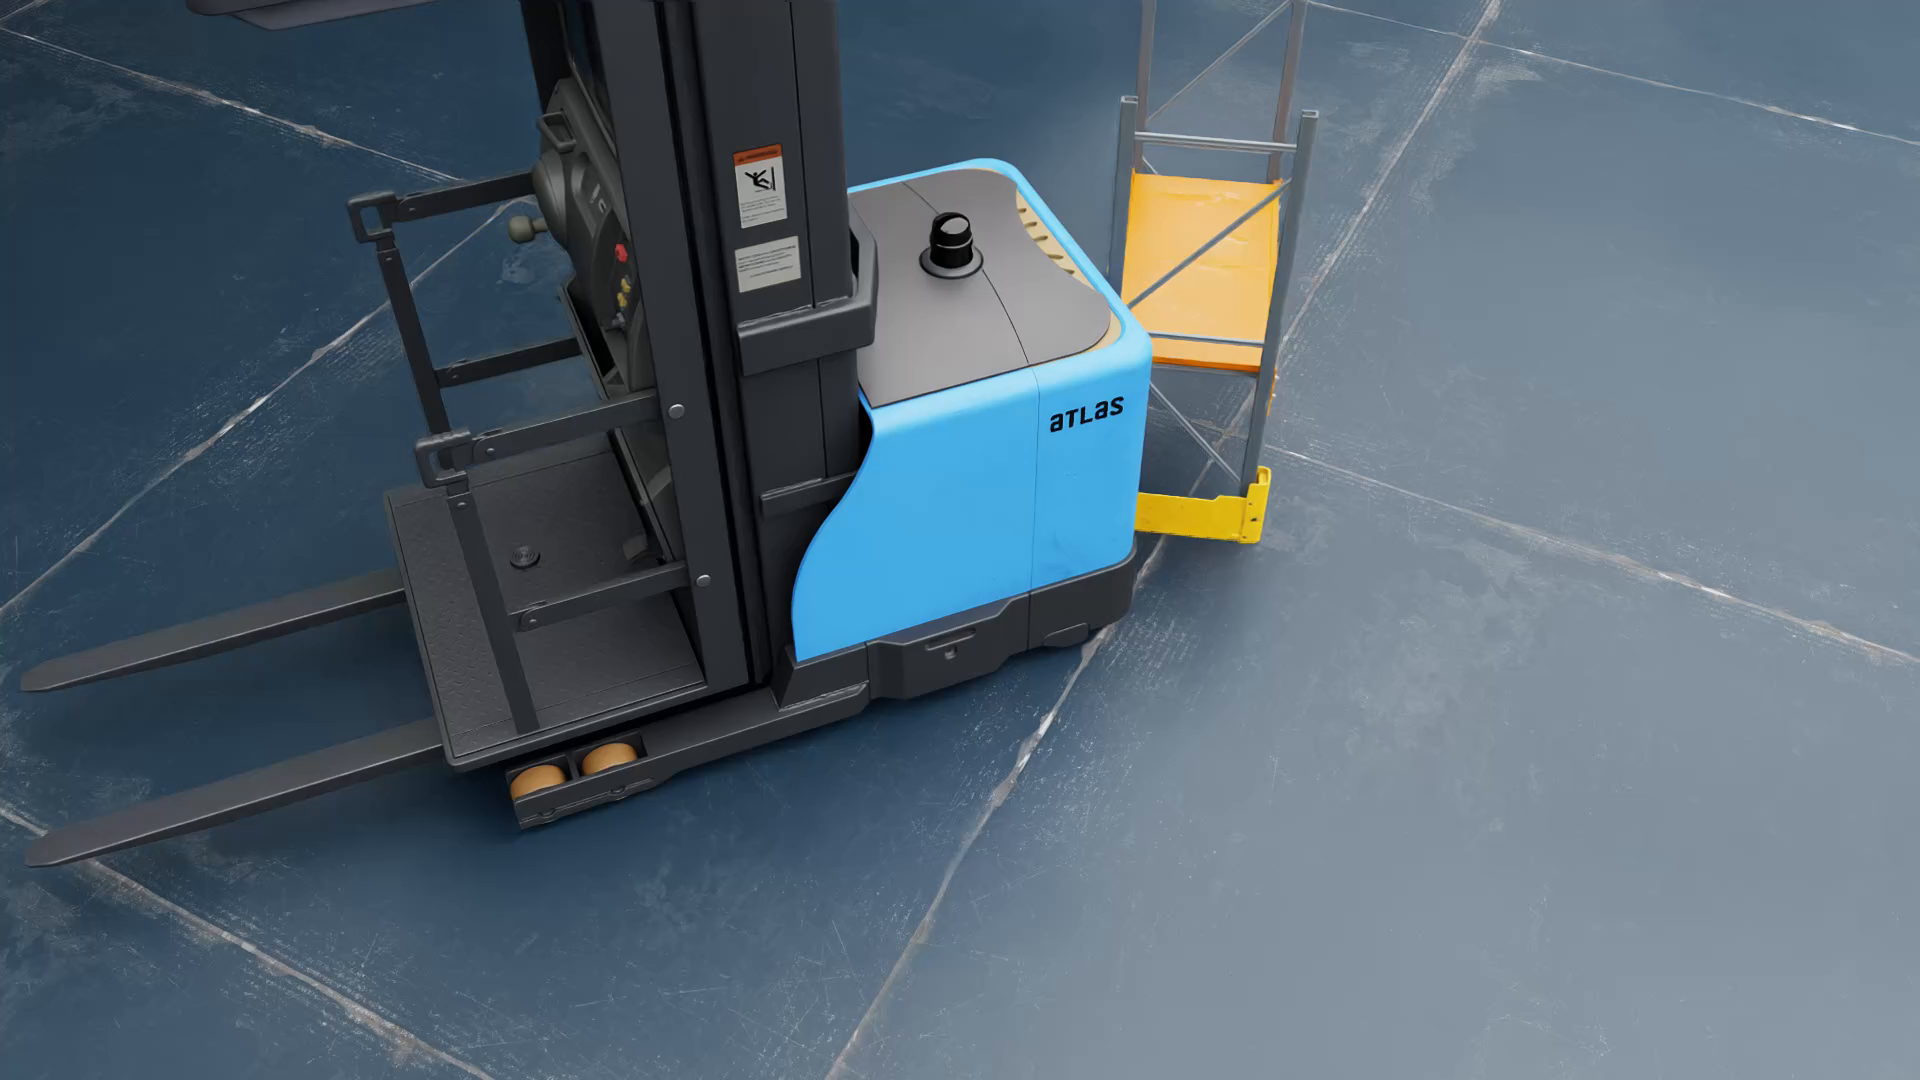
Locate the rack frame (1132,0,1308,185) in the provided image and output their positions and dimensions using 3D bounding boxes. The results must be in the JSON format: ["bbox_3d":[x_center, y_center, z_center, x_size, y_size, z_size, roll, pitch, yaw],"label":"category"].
[{"bbox_3d":[0.812,-1.292,5.472,0.500,1.500,0.032,6,46,6],"label":"rack frame"}]

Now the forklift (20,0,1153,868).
[{"bbox_3d":[-1.054,-0.693,3.875,3.031,2.935,1.130,-16,48,-16],"label":"forklift"}]

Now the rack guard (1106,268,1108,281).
[{"bbox_3d":[0.809,-0.839,5.903,0.587,0.250,0.087,6,46,6],"label":"rack guard"}]

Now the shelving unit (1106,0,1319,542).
[{"bbox_3d":[0.735,-0.928,5.112,0.587,1.500,1.083,6,46,6],"label":"shelving unit"}]

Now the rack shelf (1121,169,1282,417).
[{"bbox_3d":[0.736,-0.808,5.247,0.538,0.185,1.000,6,46,6],"label":"rack shelf"}]

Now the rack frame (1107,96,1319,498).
[{"bbox_3d":[0.660,-0.577,4.765,0.500,1.500,0.032,6,46,6],"label":"rack frame"}]

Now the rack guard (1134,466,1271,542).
[{"bbox_3d":[0.661,-0.138,5.211,0.587,0.250,0.087,6,46,6],"label":"rack guard"}]
